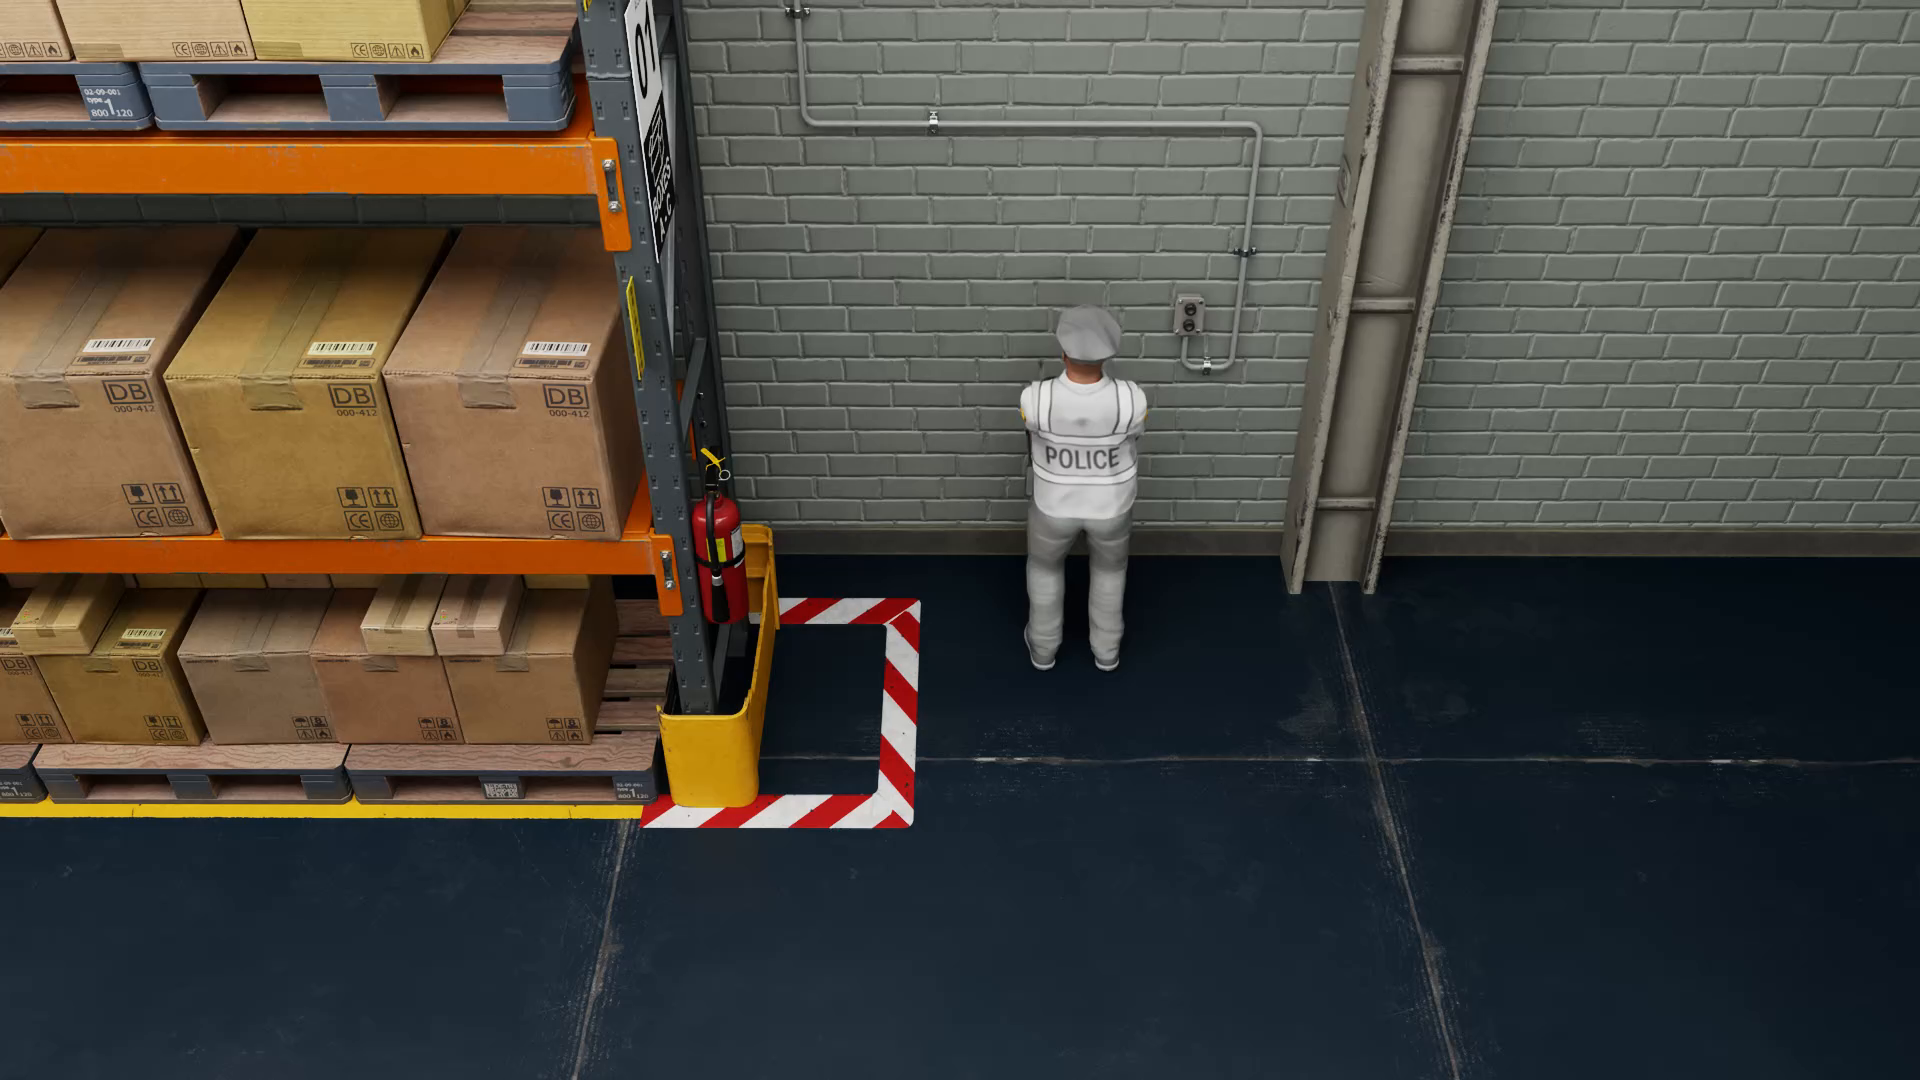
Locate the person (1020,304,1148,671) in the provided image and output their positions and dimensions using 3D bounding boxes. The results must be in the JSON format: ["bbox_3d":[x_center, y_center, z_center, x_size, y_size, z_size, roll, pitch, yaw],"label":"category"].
[{"bbox_3d":[0.481,-0.236,6.785,0.494,1.767,0.556,1,39,1],"label":"person"}]
